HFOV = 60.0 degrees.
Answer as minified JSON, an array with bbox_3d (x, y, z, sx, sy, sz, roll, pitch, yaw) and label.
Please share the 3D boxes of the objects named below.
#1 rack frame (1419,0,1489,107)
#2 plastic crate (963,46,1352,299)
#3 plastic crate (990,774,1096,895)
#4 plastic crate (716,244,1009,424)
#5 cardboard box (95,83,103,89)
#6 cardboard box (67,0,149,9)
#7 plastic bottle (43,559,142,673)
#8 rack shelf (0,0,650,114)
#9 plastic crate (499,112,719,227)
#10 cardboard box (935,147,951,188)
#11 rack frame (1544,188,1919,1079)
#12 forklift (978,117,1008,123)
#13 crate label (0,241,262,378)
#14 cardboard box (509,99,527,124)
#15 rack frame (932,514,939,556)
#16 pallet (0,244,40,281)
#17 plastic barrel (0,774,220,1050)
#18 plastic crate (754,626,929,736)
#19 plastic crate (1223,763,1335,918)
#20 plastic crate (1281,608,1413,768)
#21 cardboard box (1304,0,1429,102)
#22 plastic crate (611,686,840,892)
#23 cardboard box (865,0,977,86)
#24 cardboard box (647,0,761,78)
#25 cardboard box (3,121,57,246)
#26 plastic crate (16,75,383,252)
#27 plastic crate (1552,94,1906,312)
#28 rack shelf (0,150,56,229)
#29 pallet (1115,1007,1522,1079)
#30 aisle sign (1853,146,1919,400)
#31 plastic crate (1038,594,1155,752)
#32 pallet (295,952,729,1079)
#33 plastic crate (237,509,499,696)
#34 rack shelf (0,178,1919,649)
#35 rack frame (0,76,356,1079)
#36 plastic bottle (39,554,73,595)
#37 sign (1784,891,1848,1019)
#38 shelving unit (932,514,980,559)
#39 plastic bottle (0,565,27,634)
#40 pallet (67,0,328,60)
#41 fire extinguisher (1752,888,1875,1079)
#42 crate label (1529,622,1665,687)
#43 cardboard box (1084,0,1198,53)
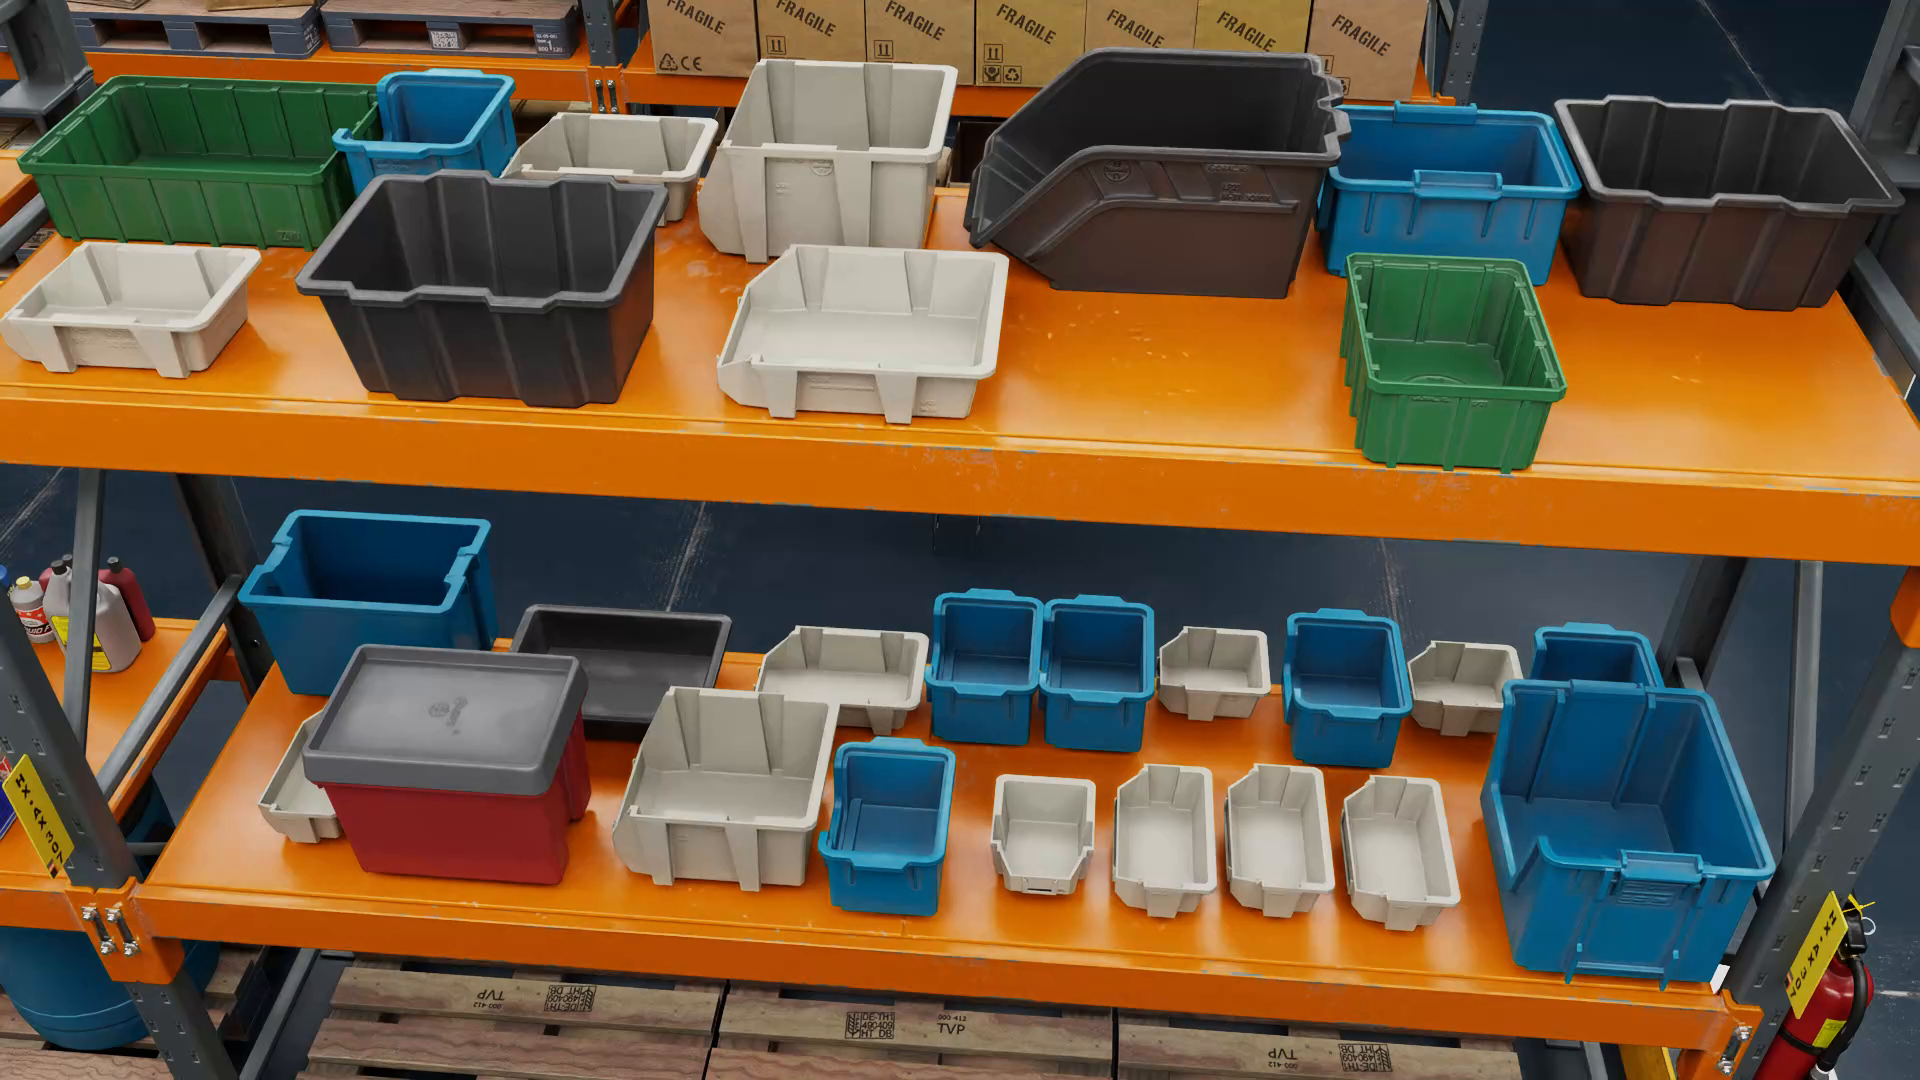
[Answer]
[{"bbox_3d":[2.328,-2.491,7.934,0.127,3.000,1.000,3,39,4],"label":"rack frame"},{"bbox_3d":[0.398,-0.771,3.494,0.767,0.338,0.504,3,39,4],"label":"plastic crate"},{"bbox_3d":[0.205,0.744,4.121,0.250,0.136,0.298,3,39,4],"label":"plastic crate"},{"bbox_3d":[-0.184,-0.393,3.190,0.530,0.136,0.437,3,39,4],"label":"plastic crate"},{"bbox_3d":[-4.634,-2.515,9.001,0.500,0.250,0.500,5,39,6],"label":"cardboard box"},{"bbox_3d":[-4.111,-2.995,8.141,0.500,0.500,0.700,10,40,12],"label":"cardboard box"},{"bbox_3d":[-2.452,0.201,4.667,0.185,0.351,0.144,3,39,4],"label":"plastic bottle"},{"bbox_3d":[-3.650,-2.538,8.562,4.000,0.370,1.077,3,39,4],"label":"rack shelf"},{"bbox_3d":[-0.789,-0.825,3.720,0.466,0.136,0.293,3,39,4],"label":"plastic crate"},{"bbox_3d":[-0.318,-1.943,9.042,0.500,0.311,0.500,3,39,4],"label":"cardboard box"},{"bbox_3d":[1.896,0.624,4.107,0.127,3.000,1.000,3,39,4],"label":"rack frame"},{"bbox_3d":[0.522,-4.071,9.930,3.031,2.935,1.130,4,39,4],"label":"forklift"},{"bbox_3d":[-1.626,-0.446,3.255,0.466,0.136,0.293,3,39,4],"label":"crate label"},{"bbox_3d":[-2.651,-2.111,9.099,0.500,0.500,0.500,4,39,4],"label":"cardboard box"},{"bbox_3d":[-0.106,-0.471,6.878,0.006,1.200,0.240,3,39,4],"label":"rack frame"},{"bbox_3d":[-4.902,-1.780,9.270,1.213,0.211,1.003,3,39,4],"label":"pallet"},{"bbox_3d":[-2.629,1.017,4.954,0.708,0.901,0.600,3,39,4],"label":"plastic barrel"},{"bbox_3d":[-0.328,0.391,4.554,0.466,0.136,0.293,3,39,4],"label":"plastic crate"},{"bbox_3d":[0.781,0.748,4.116,0.243,0.136,0.396,3,39,4],"label":"plastic crate"},{"bbox_3d":[1.023,0.410,4.455,0.300,0.233,0.416,3,39,4],"label":"plastic crate"},{"bbox_3d":[1.858,-2.383,7.722,0.500,0.500,0.500,4,39,5],"label":"cardboard box"},{"bbox_3d":[-0.583,0.628,4.148,0.530,0.282,0.437,3,39,4],"label":"plastic crate"},{"bbox_3d":[-0.165,-2.494,7.858,0.500,0.500,0.500,3,39,4],"label":"cardboard box"},{"bbox_3d":[-1.173,-2.548,7.925,0.500,0.500,0.500,4,39,5],"label":"cardboard box"},{"bbox_3d":[-4.692,-1.898,8.837,0.500,0.500,0.500,2,39,2],"label":"cardboard box"},{"bbox_3d":[-1.640,-0.842,3.699,0.662,0.188,0.450,3,39,4],"label":"plastic crate"},{"bbox_3d":[1.537,-0.684,3.442,0.590,0.269,0.497,3,39,4],"label":"plastic crate"},{"bbox_3d":[-4.081,-0.587,3.788,4.000,0.370,1.077,3,39,4],"label":"rack shelf"},{"bbox_3d":[1.078,1.637,5.072,1.213,0.211,1.003,3,39,4],"label":"pallet"},{"bbox_3d":[1.994,-0.567,3.511,0.004,0.787,0.394,3,39,4],"label":"aisle sign"},{"bbox_3d":[0.367,0.374,4.500,0.300,0.233,0.416,3,39,4],"label":"plastic crate"},{"bbox_3d":[-1.353,1.504,5.235,1.213,0.211,1.003,3,39,4],"label":"pallet"},{"bbox_3d":[-1.594,0.200,4.593,0.575,0.384,0.392,3,39,4],"label":"plastic crate"},{"bbox_3d":[-0.096,-0.369,3.521,4.000,0.370,1.077,3,39,4],"label":"rack shelf"},{"bbox_3d":[-2.089,0.407,4.374,0.127,3.000,1.000,3,39,4],"label":"rack frame"},{"bbox_3d":[-2.550,0.156,4.774,0.133,0.283,0.061,3,39,4],"label":"plastic bottle"},{"bbox_3d":[1.865,0.908,3.629,0.005,0.325,0.100,3,39,4],"label":"sign"},{"bbox_3d":[-0.014,-0.466,6.872,0.189,1.200,0.258,3,39,4],"label":"shelving unit"},{"bbox_3d":[-2.764,0.161,4.778,0.097,0.271,0.097,0,39,0],"label":"plastic bottle"},{"bbox_3d":[-3.705,-2.749,8.403,1.213,0.211,1.003,3,39,4],"label":"pallet"},{"bbox_3d":[2.008,1.093,3.888,0.183,0.674,0.296,3,39,4],"label":"fire extinguisher"},{"bbox_3d":[1.679,0.446,4.411,0.303,0.233,0.416,3,39,4],"label":"crate label"},{"bbox_3d":[0.844,-2.439,7.791,0.500,0.500,0.500,3,39,4],"label":"cardboard box"}]
